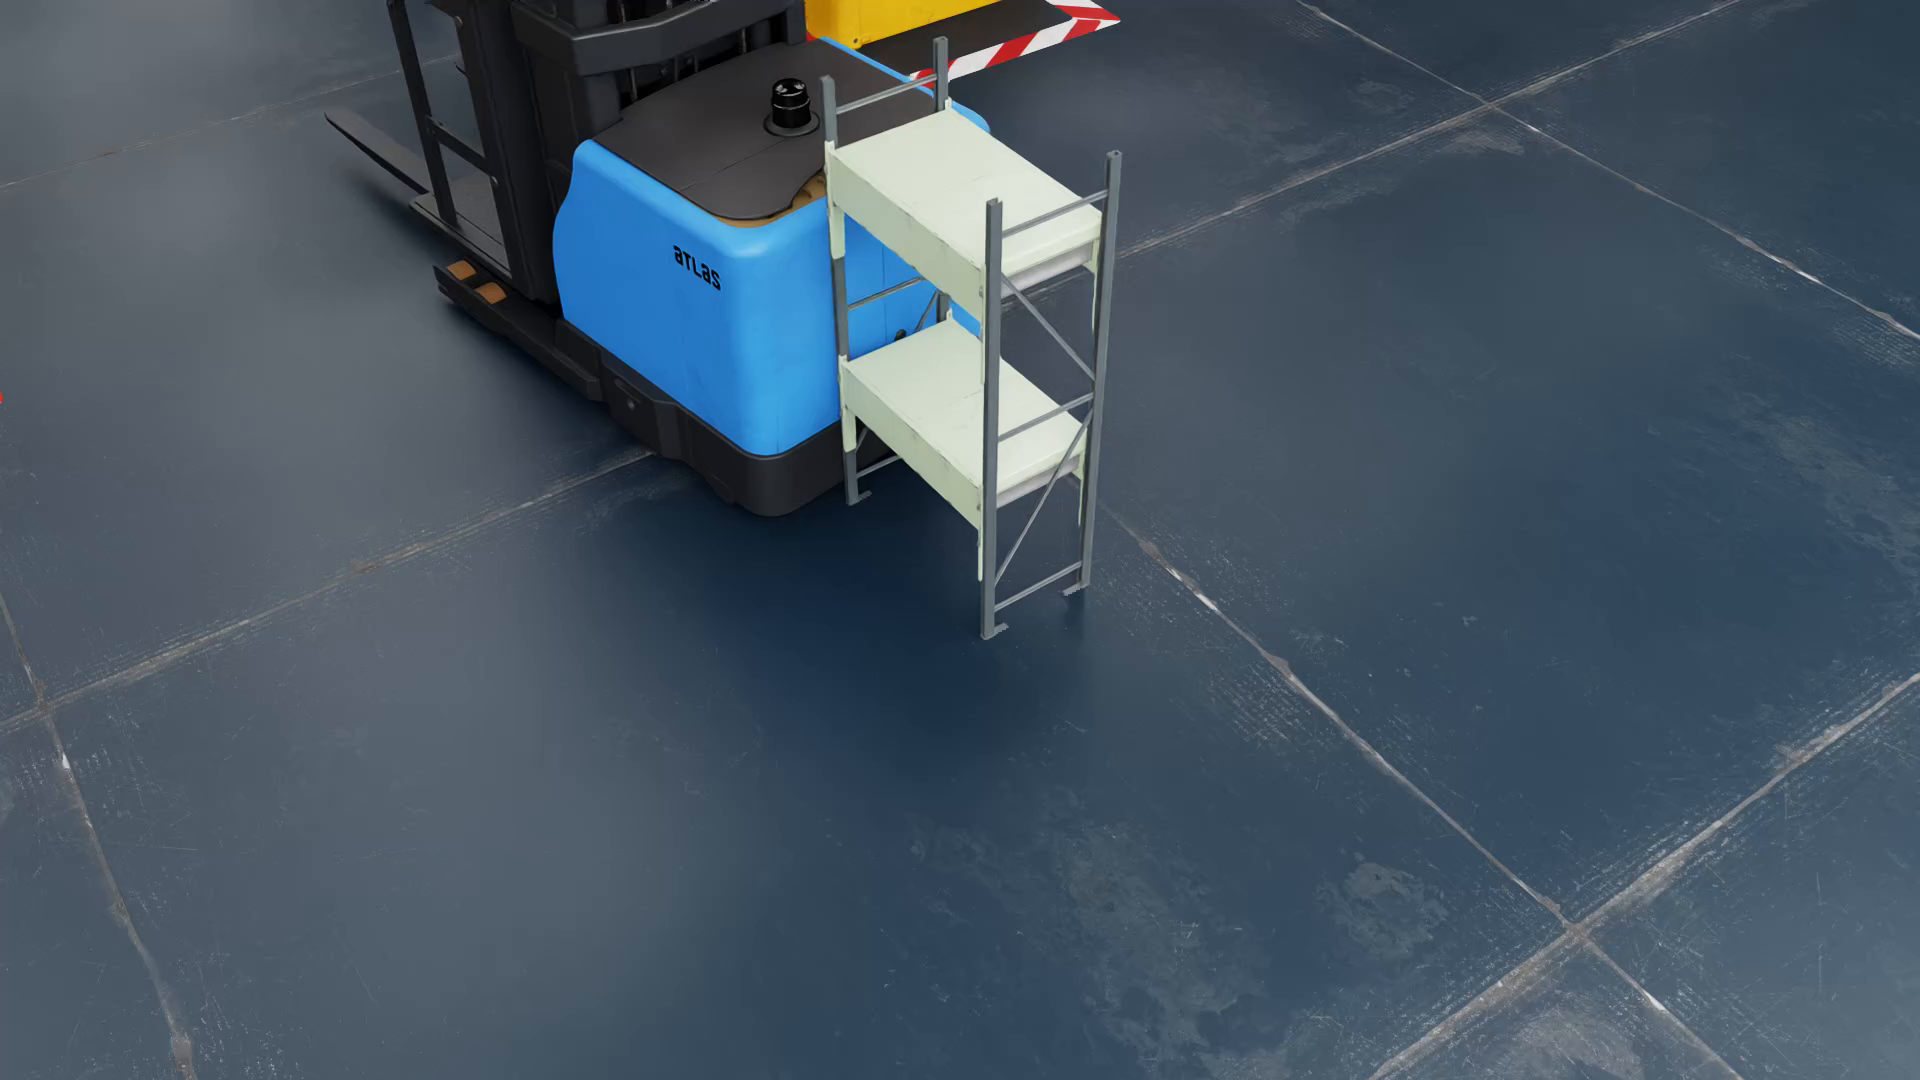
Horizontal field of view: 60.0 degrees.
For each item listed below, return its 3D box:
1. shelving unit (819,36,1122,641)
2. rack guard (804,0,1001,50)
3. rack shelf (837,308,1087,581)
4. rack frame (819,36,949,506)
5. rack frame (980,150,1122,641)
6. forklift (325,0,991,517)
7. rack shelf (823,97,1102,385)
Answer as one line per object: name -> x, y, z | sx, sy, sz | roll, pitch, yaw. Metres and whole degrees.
shelving unit -> 0.014, -0.533, 4.722 | 0.431, 1.500, 0.755 | -27, 50, -25
rack guard -> -0.174, -2.716, 7.733 | 1.175, 0.500, 0.348 | -26, 49, -24
rack shelf -> 0.014, -0.297, 4.947 | 0.431, 0.370, 0.720 | -27, 50, -25
rack frame -> -0.201, -0.738, 4.937 | 0.400, 1.500, 0.023 | -27, 50, -25
rack frame -> 0.229, -0.329, 4.508 | 0.400, 1.500, 0.023 | -27, 50, -25
forklift -> -1.281, -2.050, 5.275 | 1.130, 2.935, 3.031 | -34, 53, -30
rack shelf -> 0.014, -0.815, 4.453 | 0.431, 0.370, 0.720 | -27, 50, -25
